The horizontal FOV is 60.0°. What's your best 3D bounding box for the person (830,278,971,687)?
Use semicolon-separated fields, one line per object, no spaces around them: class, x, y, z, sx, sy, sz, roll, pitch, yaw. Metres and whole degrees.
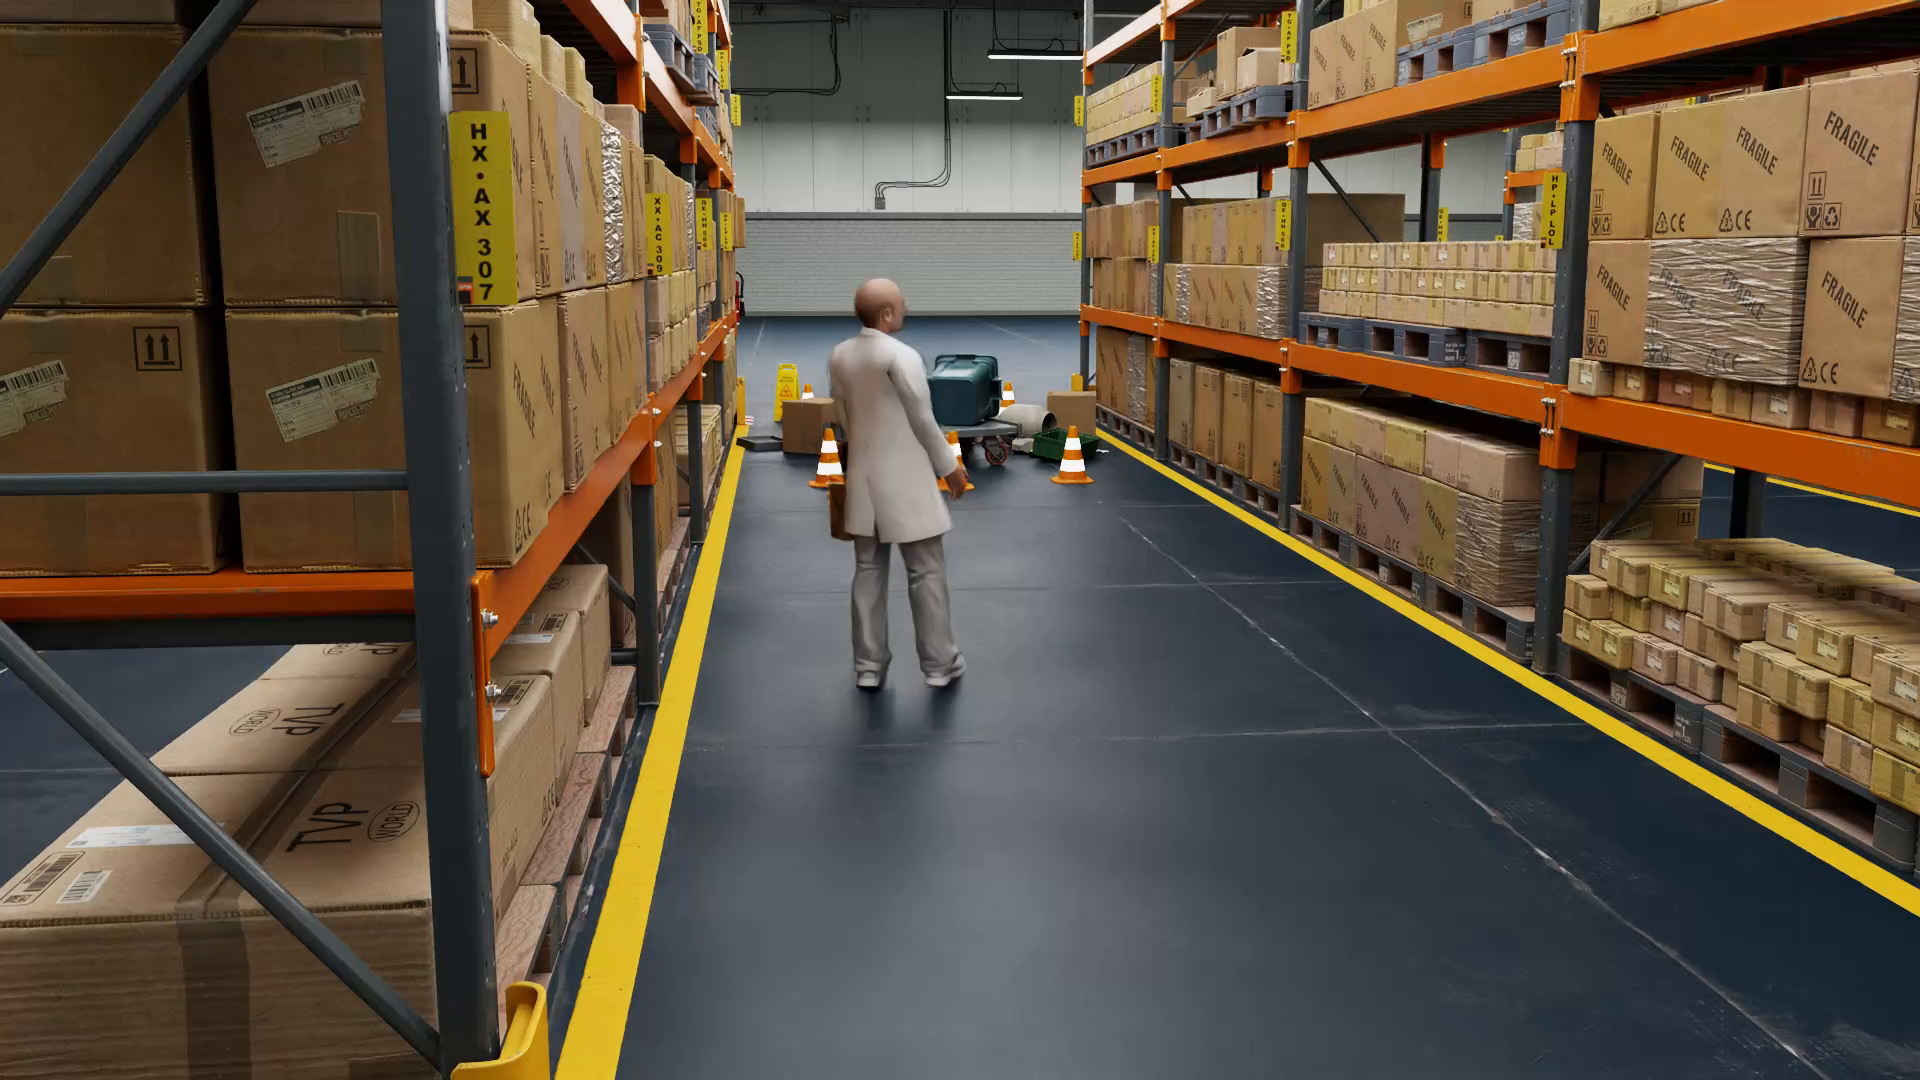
person;-0.253;-0.212;7.315;0.580;1.701;0.579;8;13;39
